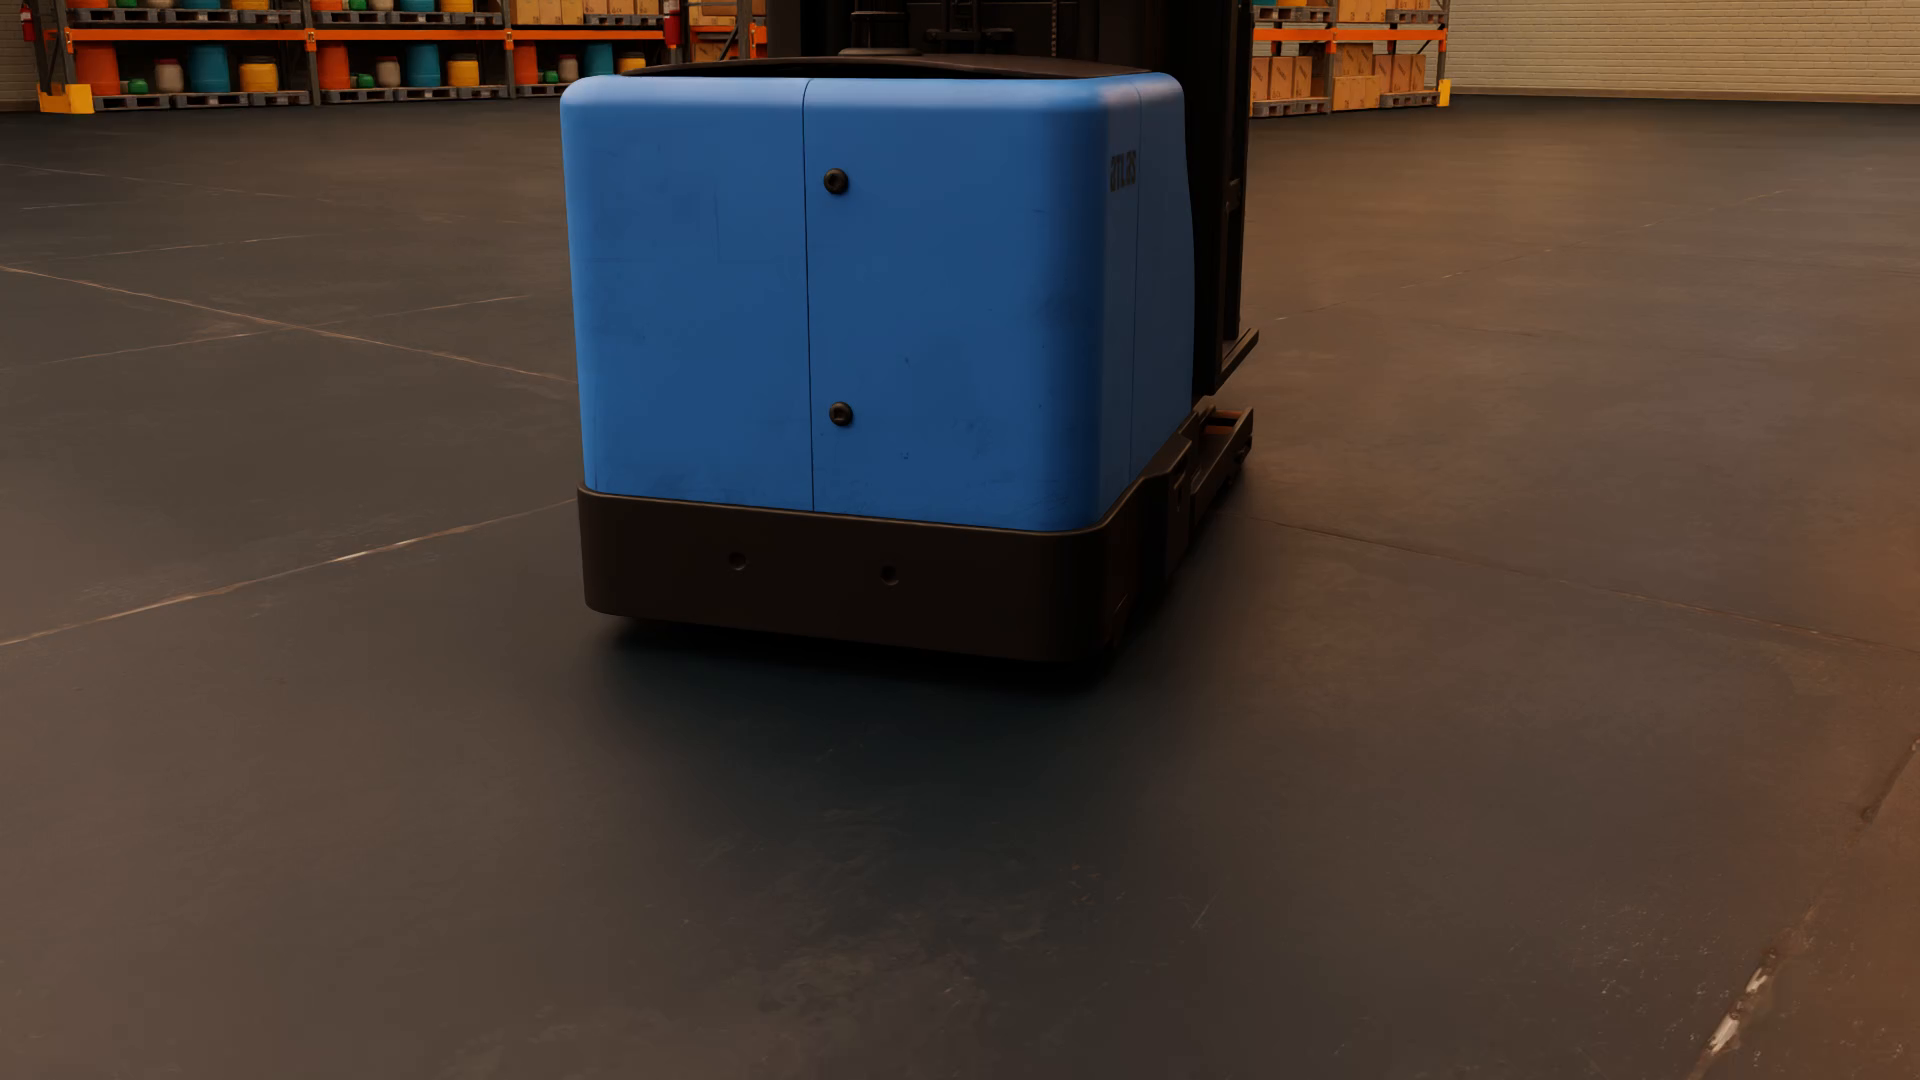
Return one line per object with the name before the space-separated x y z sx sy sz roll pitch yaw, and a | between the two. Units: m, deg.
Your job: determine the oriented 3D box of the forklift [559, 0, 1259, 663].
forklift | 0.182 -1.571 4.072 1.130 2.935 3.031 5 18 17
